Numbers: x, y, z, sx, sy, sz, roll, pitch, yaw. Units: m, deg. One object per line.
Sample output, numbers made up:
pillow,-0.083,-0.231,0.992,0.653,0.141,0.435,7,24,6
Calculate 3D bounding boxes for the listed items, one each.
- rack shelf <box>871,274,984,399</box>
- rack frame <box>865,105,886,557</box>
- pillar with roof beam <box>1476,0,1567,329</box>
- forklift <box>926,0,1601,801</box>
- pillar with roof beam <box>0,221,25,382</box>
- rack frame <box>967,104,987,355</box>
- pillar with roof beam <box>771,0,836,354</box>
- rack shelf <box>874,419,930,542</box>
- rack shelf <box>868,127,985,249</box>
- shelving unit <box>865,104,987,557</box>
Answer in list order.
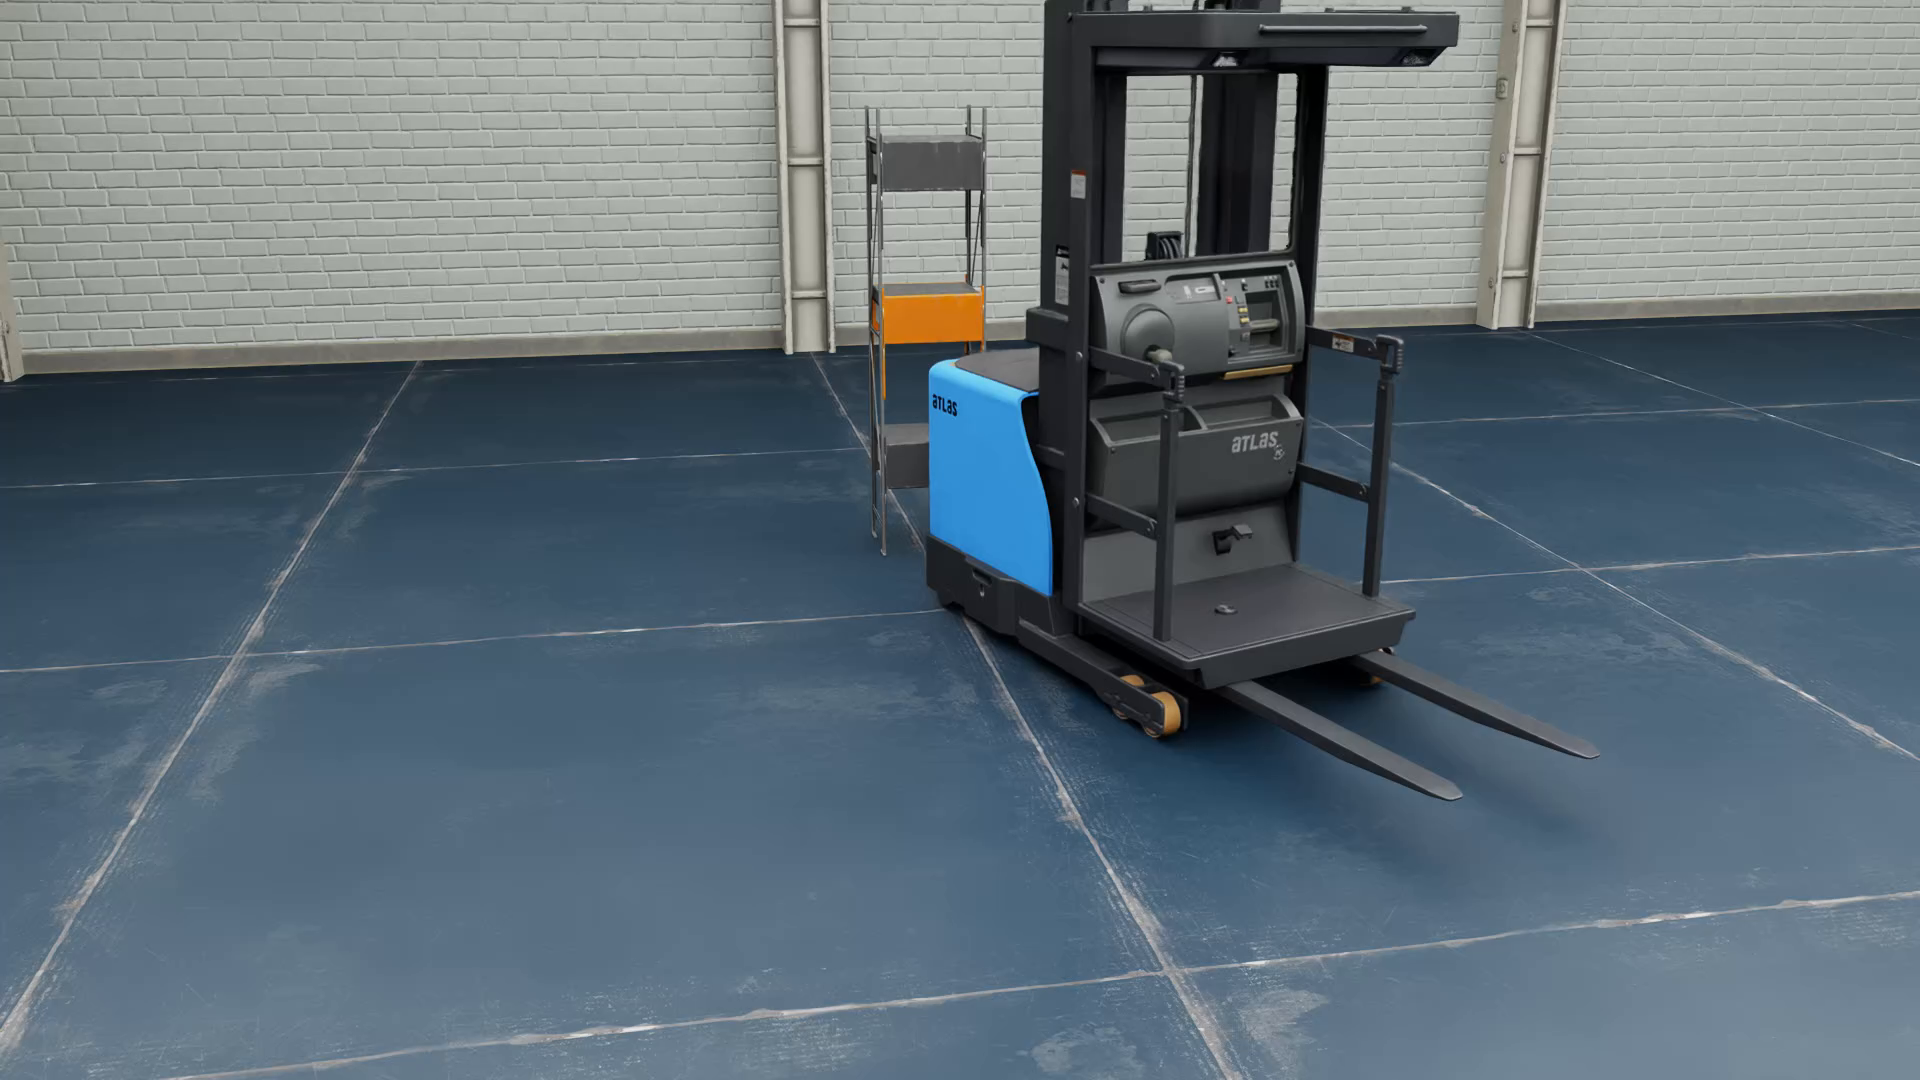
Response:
rack shelf,-0.163,-0.981,7.978,0.480,0.518,0.431,-3,17,-10
rack frame,-0.402,-0.981,7.929,0.015,2.100,0.400,-3,17,-10
pillar with roof beam,5.505,-4.910,8.970,0.400,9.000,9.100,-3,17,-10
forklift,1.016,-0.840,6.055,1.130,2.935,3.031,-9,19,-28
pillar with roof beam,-6.277,-4.241,6.794,0.400,9.000,9.100,-3,17,-10
rack frame,0.077,-1.008,8.018,0.015,2.100,0.400,-3,17,-10
pillar with roof beam,-0.386,-4.576,7.882,0.400,9.000,9.100,-3,17,-10
rack shelf,-0.163,-0.312,8.183,0.480,0.518,0.431,-3,17,-10
rack shelf,-0.163,-1.651,7.772,0.480,0.518,0.431,-3,17,-10
shelving unit,-0.163,-0.995,7.973,0.503,2.100,0.431,-3,17,-10
